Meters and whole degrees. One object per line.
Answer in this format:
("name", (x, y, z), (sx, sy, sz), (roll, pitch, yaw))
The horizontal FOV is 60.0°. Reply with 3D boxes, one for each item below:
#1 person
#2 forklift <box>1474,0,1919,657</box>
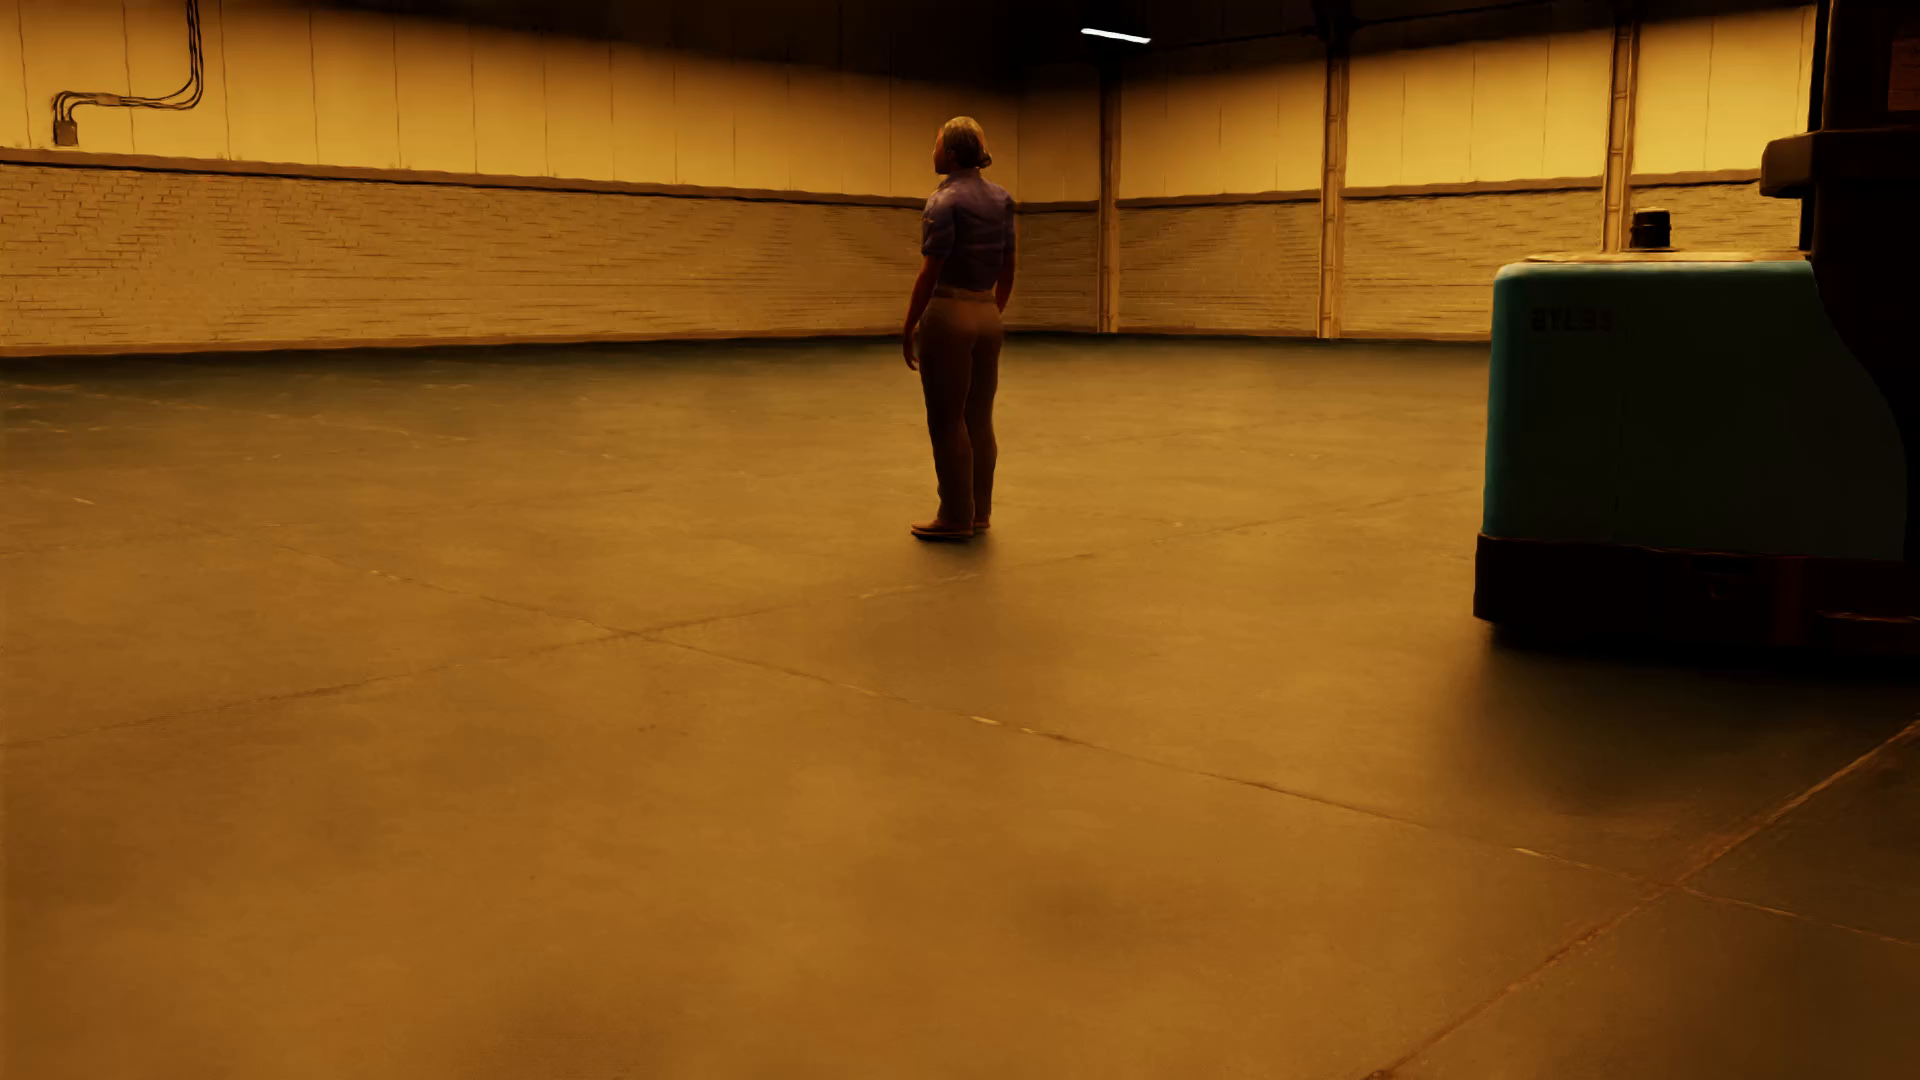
("person", (-0.050, -0.830, 6.668), (0.503, 1.641, 0.570), (8, 12, 43))
("forklift", (3.042, -1.130, 4.376), (3.031, 2.935, 1.130), (4, 9, 24))
